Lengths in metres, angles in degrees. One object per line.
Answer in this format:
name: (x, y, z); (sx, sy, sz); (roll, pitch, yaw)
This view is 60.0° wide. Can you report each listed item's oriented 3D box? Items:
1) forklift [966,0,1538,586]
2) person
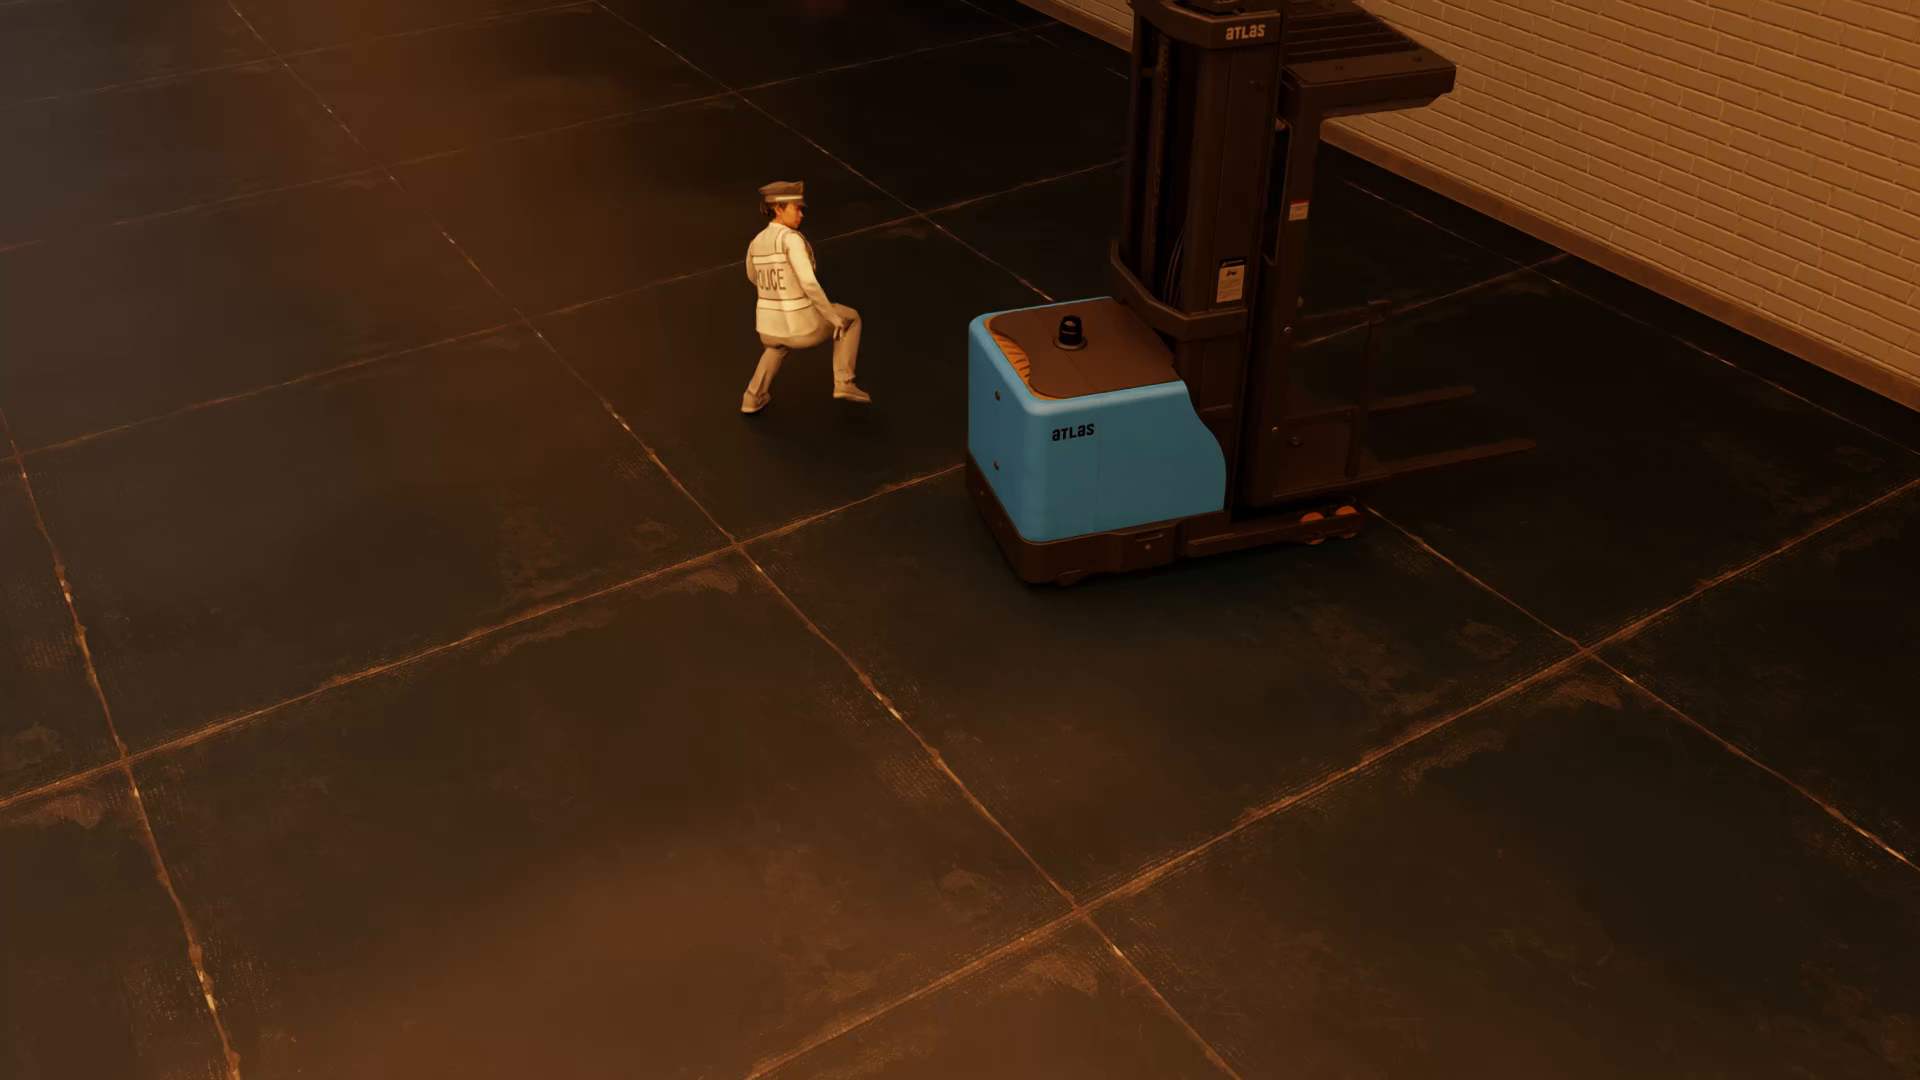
forklift: (1.606, -1.456, 8.220); (3.031, 2.935, 1.130); (-10, 36, -14)
person: (-0.913, -1.308, 9.353); (0.744, 1.456, 0.624); (19, 39, 25)
